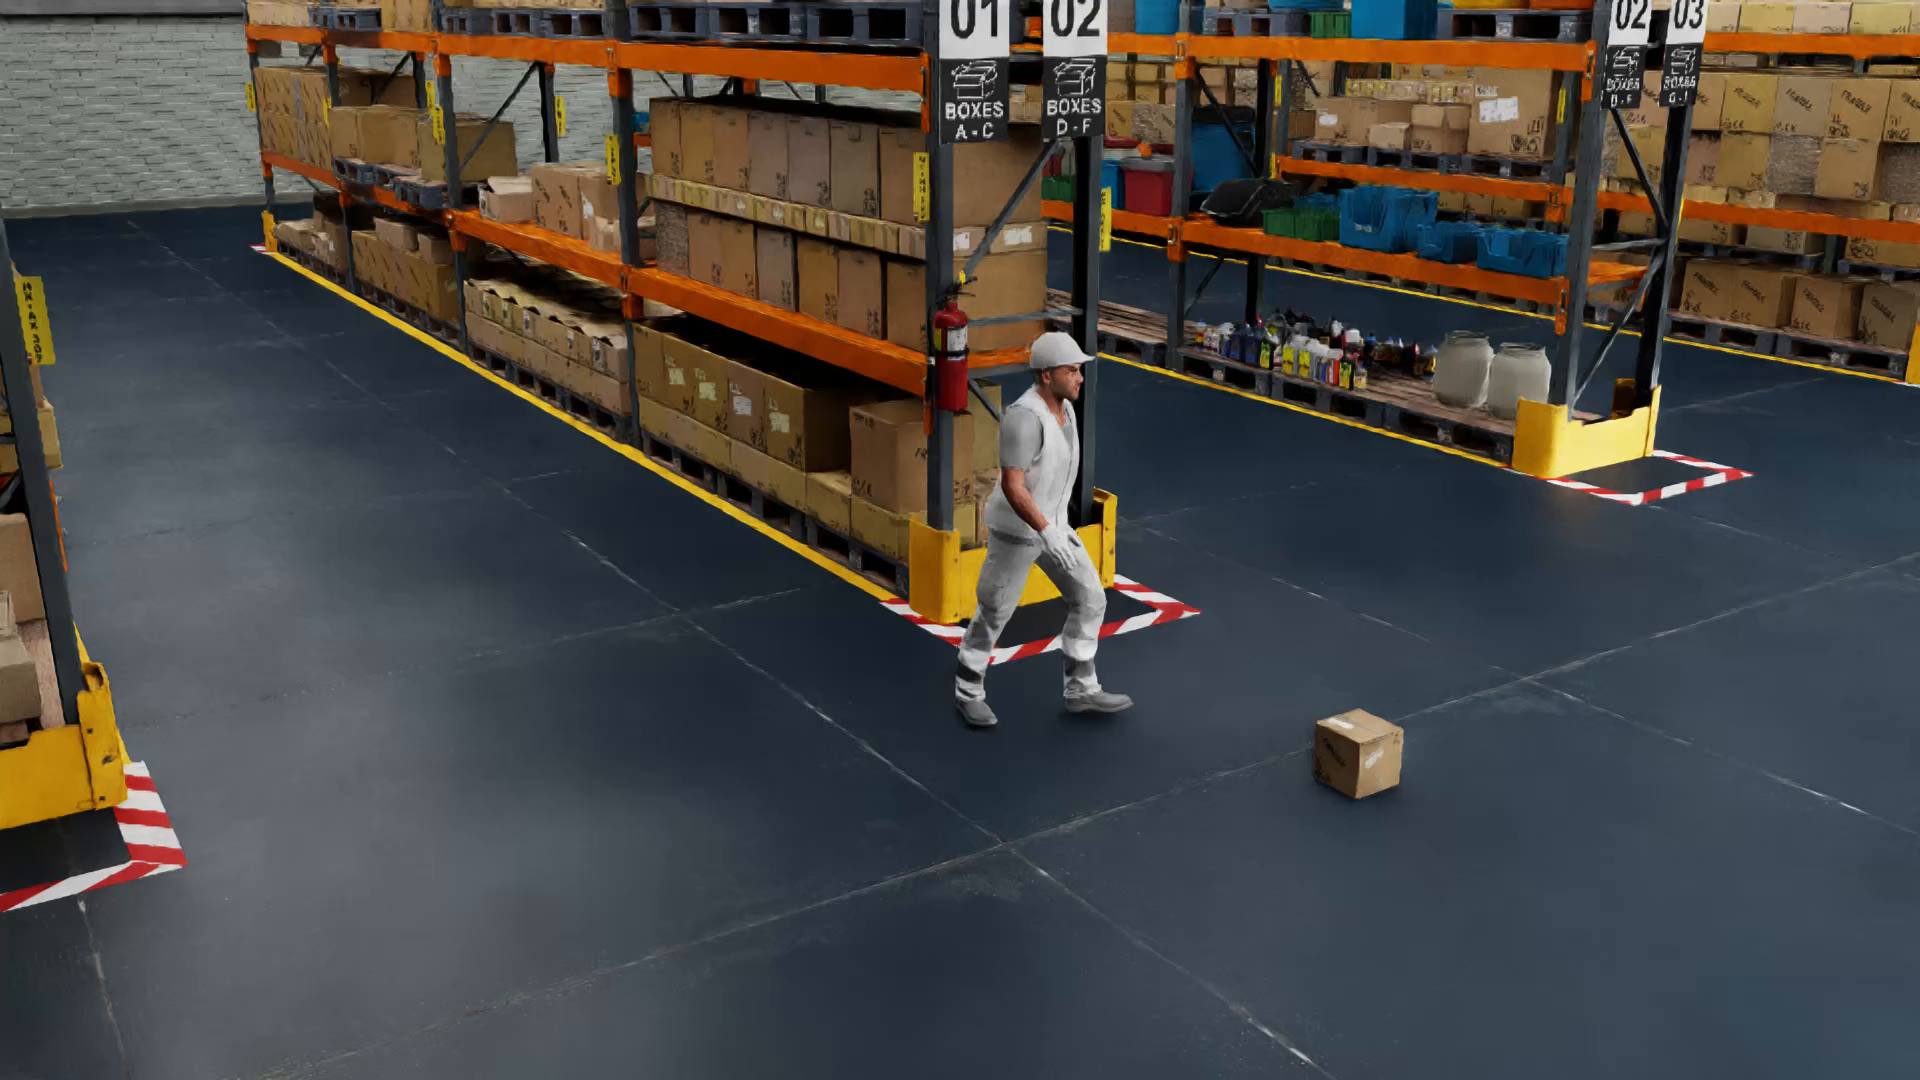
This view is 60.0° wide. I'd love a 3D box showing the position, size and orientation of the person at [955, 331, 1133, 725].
[{"bbox_3d":[0.340,-0.041,7.165,0.719,1.745,0.660,11,21,31],"label":"person"}]
